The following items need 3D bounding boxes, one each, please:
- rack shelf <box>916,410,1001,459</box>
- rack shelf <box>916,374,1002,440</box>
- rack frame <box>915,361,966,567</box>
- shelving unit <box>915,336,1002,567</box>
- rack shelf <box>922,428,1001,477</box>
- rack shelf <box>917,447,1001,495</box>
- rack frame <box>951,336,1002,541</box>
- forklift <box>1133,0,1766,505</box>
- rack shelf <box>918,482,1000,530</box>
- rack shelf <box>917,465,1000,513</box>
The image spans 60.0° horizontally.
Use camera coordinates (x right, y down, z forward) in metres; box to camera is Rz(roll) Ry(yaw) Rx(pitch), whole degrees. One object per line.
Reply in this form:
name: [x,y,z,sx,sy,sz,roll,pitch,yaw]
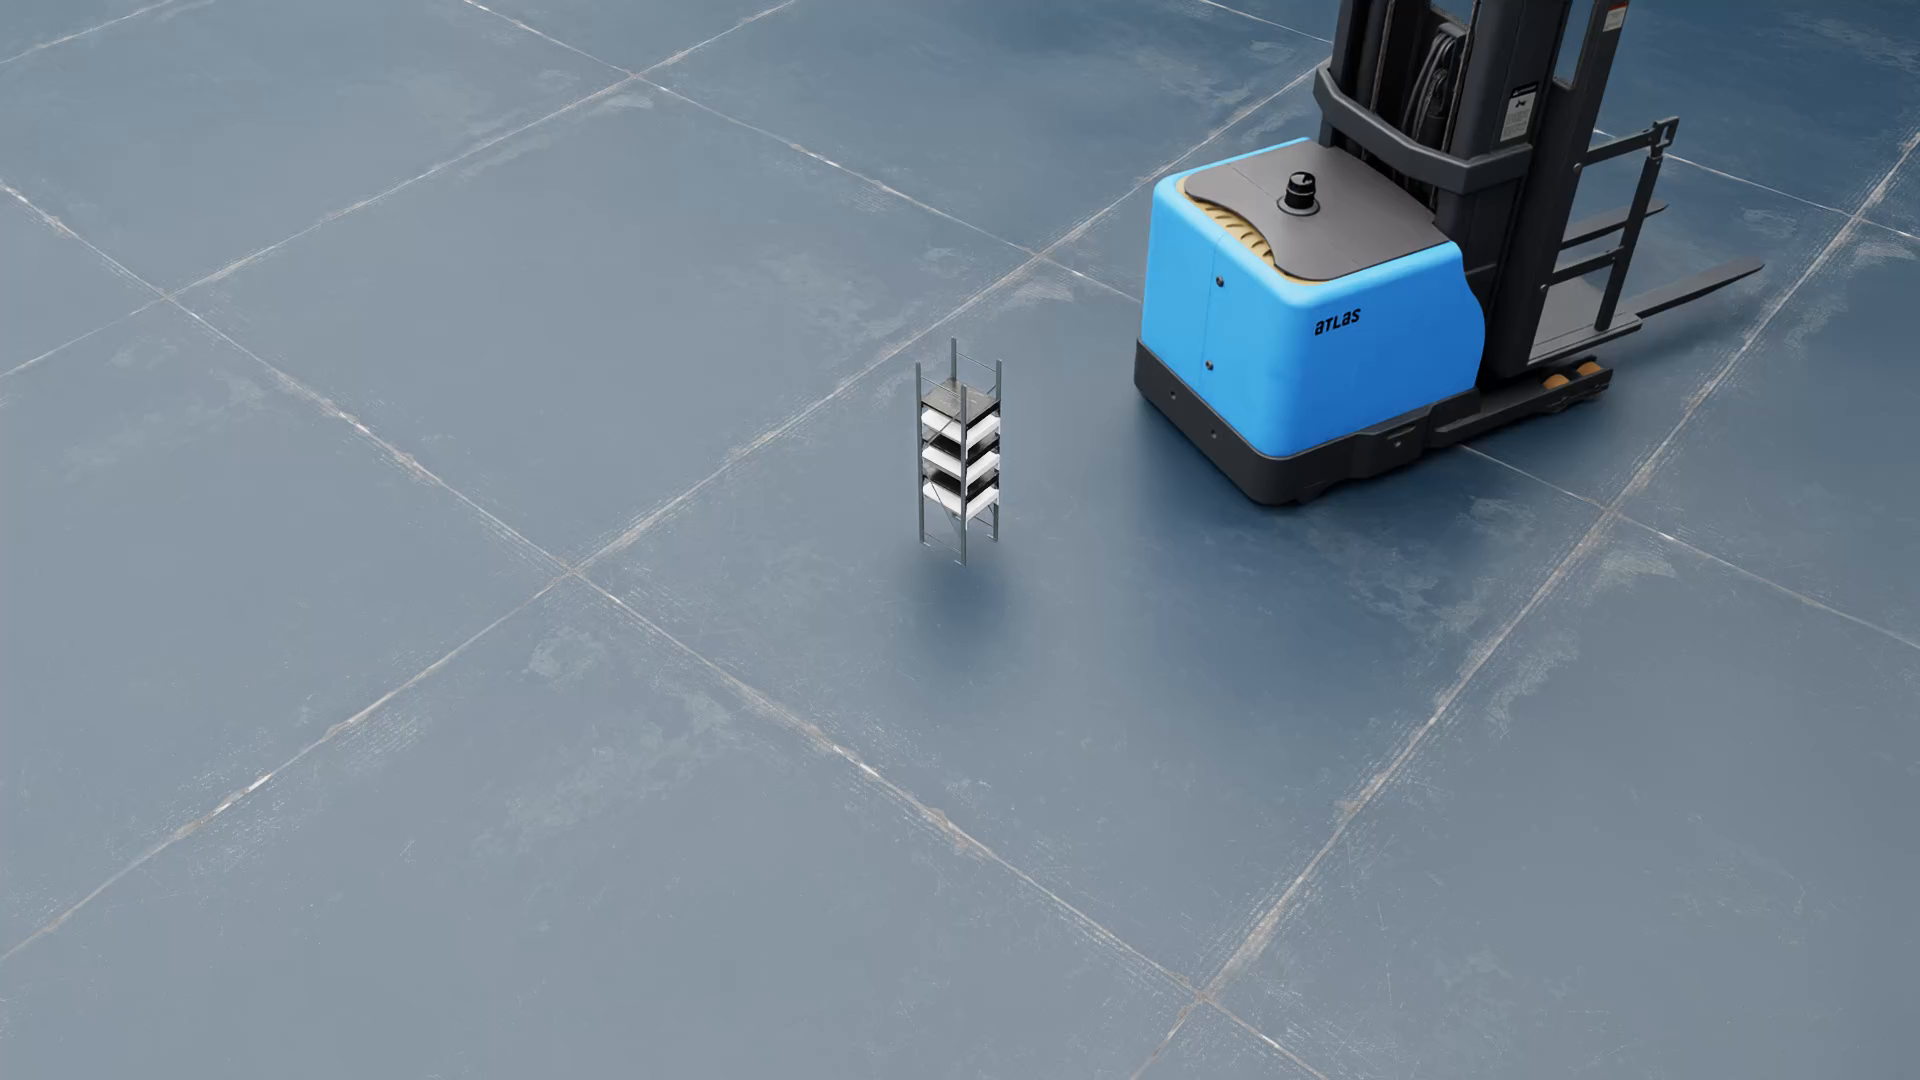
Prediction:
rack shelf: [-0.005,-0.437,6.344,0.258,0.077,0.200,29,50,28]
rack shelf: [-0.005,-0.504,6.283,0.258,0.077,0.200,29,50,28]
rack frame: [-0.071,-0.276,6.385,0.240,0.900,0.006,29,50,28]
shelving unit: [-0.005,-0.329,6.443,0.258,0.900,0.210,29,50,28]
rack shelf: [-0.005,-0.371,6.405,0.258,0.077,0.200,29,50,28]
rack shelf: [-0.005,-0.304,6.465,0.258,0.077,0.200,29,50,28]
rack frame: [0.060,-0.381,6.500,0.240,0.900,0.006,29,50,28]
forklift: [2.319,-1.943,6.709,3.031,2.935,1.130,-20,46,-21]
rack shelf: [-0.005,-0.171,6.586,0.258,0.077,0.200,29,50,28]
rack shelf: [-0.005,-0.238,6.526,0.258,0.077,0.200,29,50,28]
